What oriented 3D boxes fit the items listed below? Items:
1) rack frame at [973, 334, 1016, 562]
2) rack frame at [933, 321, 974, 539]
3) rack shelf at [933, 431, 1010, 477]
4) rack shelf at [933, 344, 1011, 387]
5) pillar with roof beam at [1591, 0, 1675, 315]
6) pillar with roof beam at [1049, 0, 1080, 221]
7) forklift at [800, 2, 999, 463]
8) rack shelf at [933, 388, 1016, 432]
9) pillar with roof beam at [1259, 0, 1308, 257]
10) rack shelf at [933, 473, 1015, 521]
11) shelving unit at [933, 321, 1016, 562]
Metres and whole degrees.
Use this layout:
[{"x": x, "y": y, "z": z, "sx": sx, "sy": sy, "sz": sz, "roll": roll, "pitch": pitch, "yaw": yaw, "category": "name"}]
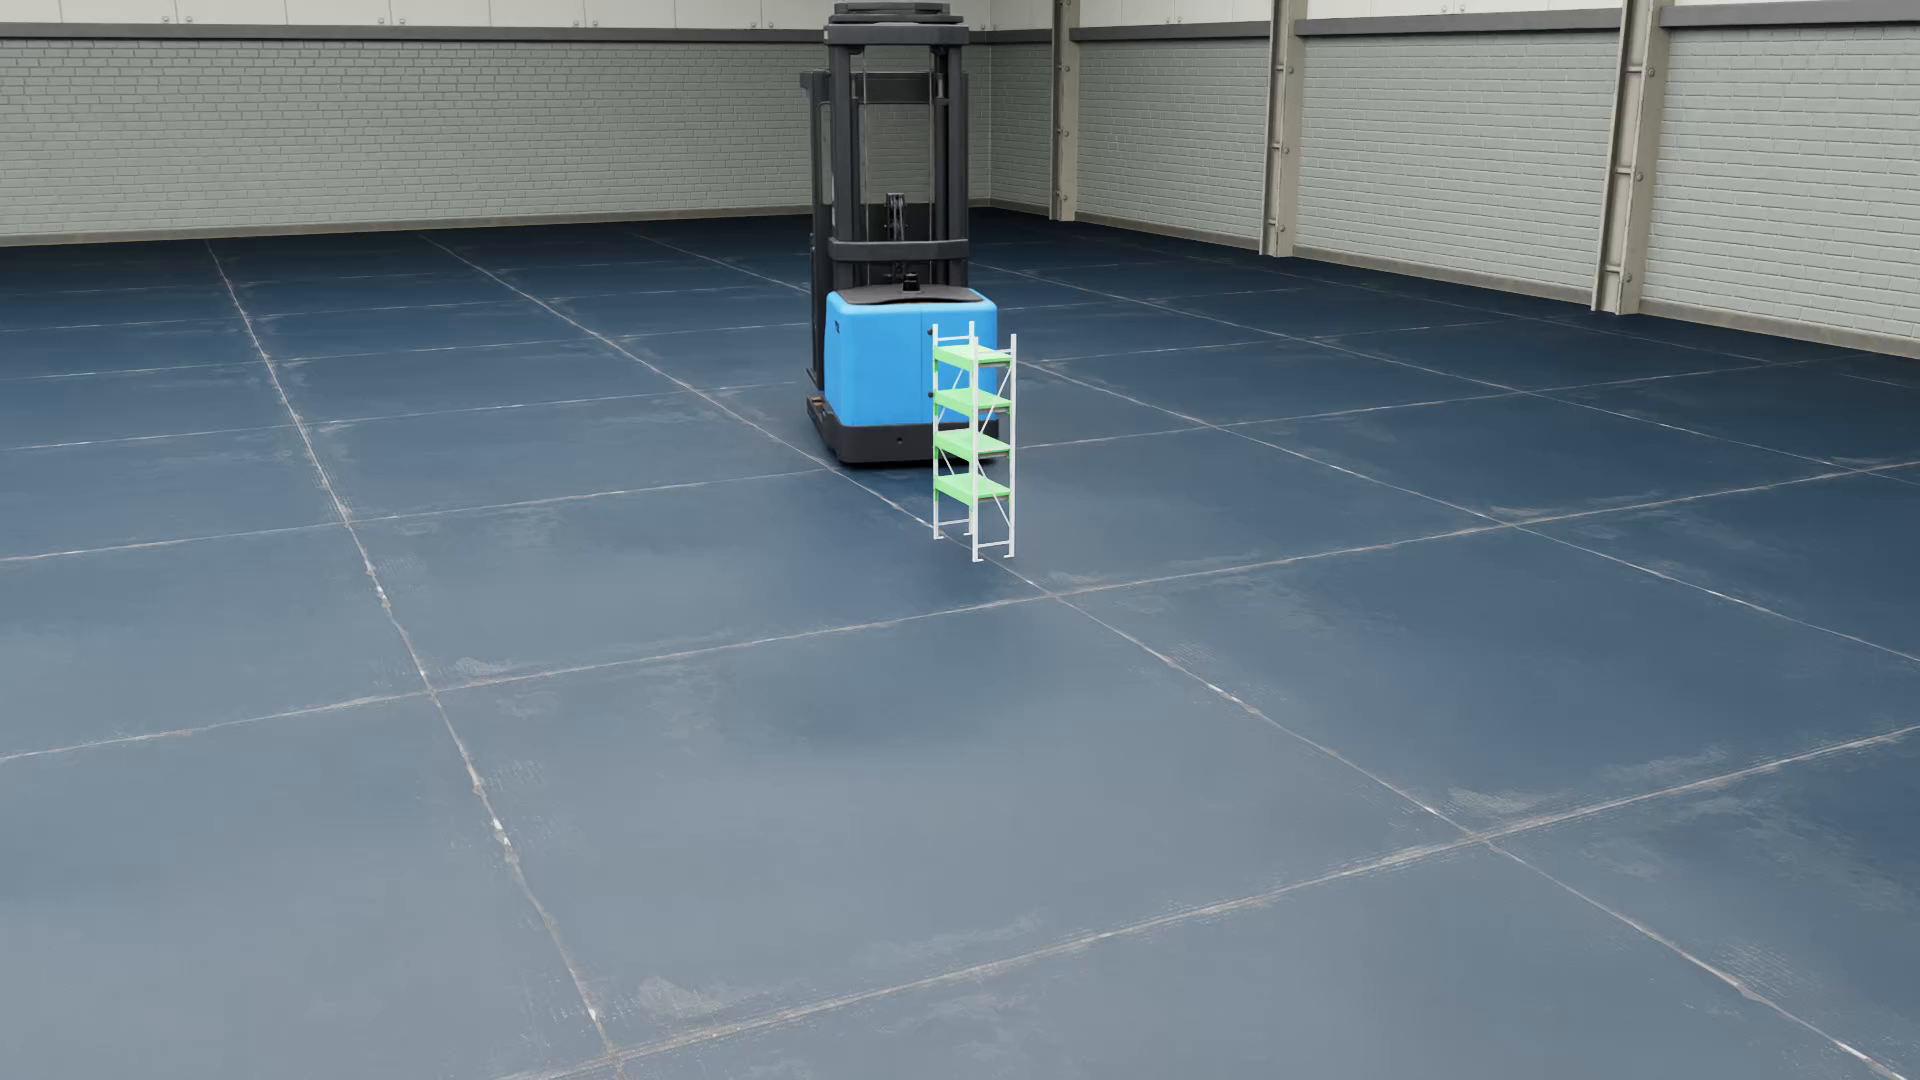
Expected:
[{"x": 0.179, "y": -0.475, "z": 8.731, "sx": 0.240, "sy": 1.200, "sz": 0.015, "roll": -8, "pitch": 18, "yaw": -25, "category": "rack frame"}, {"x": -0.034, "y": -0.596, "z": 9.153, "sx": 0.240, "sy": 1.200, "sz": 0.015, "roll": -8, "pitch": 18, "yaw": -25, "category": "rack frame"}, {"x": 0.073, "y": -0.474, "z": 8.960, "sx": 0.258, "sy": 0.148, "sz": 0.480, "roll": -8, "pitch": 18, "yaw": -25, "category": "rack shelf"}, {"x": 0.073, "y": -0.936, "z": 8.827, "sx": 0.258, "sy": 0.148, "sz": 0.480, "roll": -8, "pitch": 18, "yaw": -25, "category": "rack shelf"}, {"x": 3.125, "y": -6.245, "z": 14.699, "sx": 9.100, "sy": 9.000, "sz": 0.400, "roll": -8, "pitch": 18, "yaw": -25, "category": "pillar with roof beam"}, {"x": -2.132, "y": -9.221, "z": 25.068, "sx": 9.100, "sy": 9.000, "sz": 0.400, "roll": -8, "pitch": 18, "yaw": -25, "category": "pillar with roof beam"}, {"x": -0.531, "y": -2.269, "z": 11.844, "sx": 1.130, "sy": 2.935, "sz": 3.031, "roll": -3, "pitch": 16, "yaw": -11, "category": "forklift"}, {"x": 0.073, "y": -0.705, "z": 8.894, "sx": 0.258, "sy": 0.148, "sz": 0.480, "roll": -8, "pitch": 18, "yaw": -25, "category": "rack shelf"}, {"x": 0.496, "y": -7.733, "z": 19.883, "sx": 9.100, "sy": 9.000, "sz": 0.400, "roll": -8, "pitch": 18, "yaw": -25, "category": "pillar with roof beam"}, {"x": 0.073, "y": -0.244, "z": 9.026, "sx": 0.258, "sy": 0.148, "sz": 0.480, "roll": -8, "pitch": 18, "yaw": -25, "category": "rack shelf"}, {"x": 0.073, "y": -0.536, "z": 8.942, "sx": 0.258, "sy": 1.200, "sz": 0.503, "roll": -8, "pitch": 18, "yaw": -25, "category": "shelving unit"}]
